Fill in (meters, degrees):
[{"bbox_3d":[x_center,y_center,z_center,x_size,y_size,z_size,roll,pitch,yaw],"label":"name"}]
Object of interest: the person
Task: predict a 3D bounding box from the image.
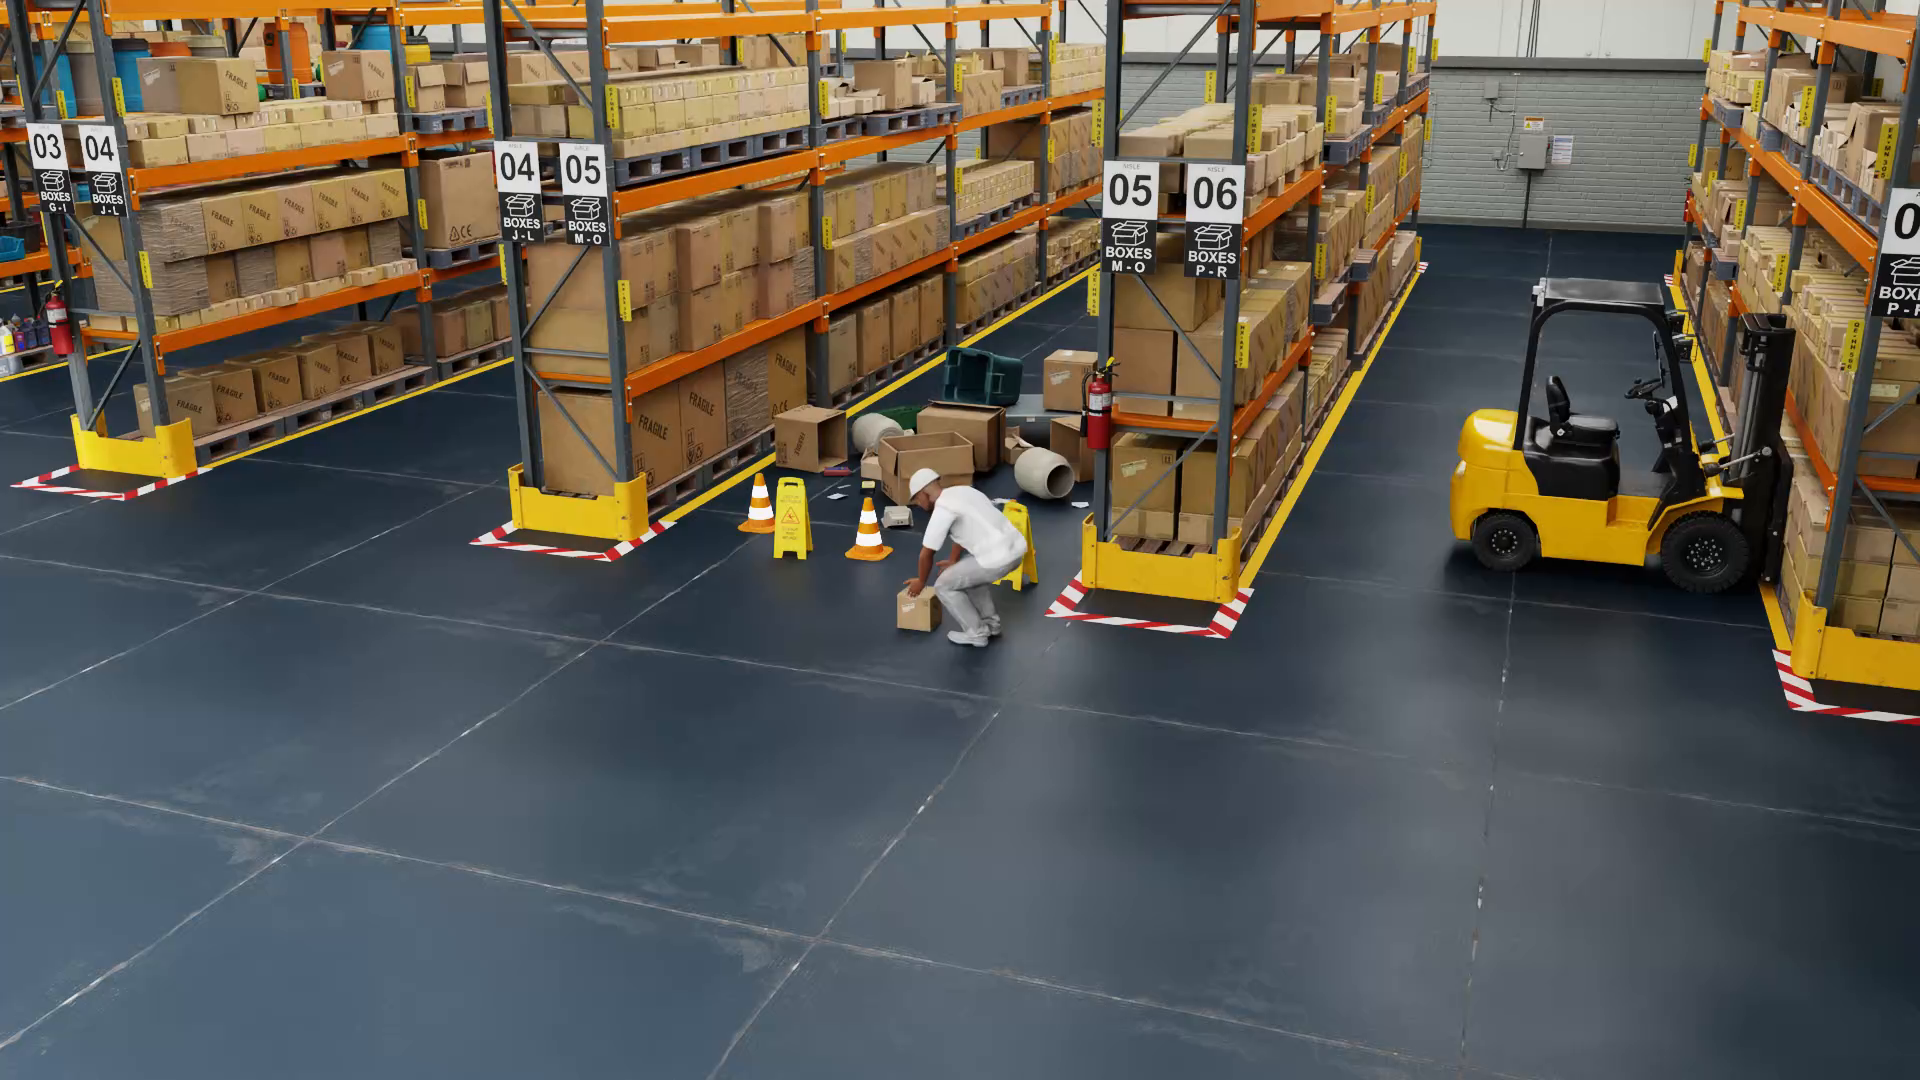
[{"bbox_3d":[0.028,0.118,11.573,0.847,1.196,0.619,11,21,29],"label":"person"}]
